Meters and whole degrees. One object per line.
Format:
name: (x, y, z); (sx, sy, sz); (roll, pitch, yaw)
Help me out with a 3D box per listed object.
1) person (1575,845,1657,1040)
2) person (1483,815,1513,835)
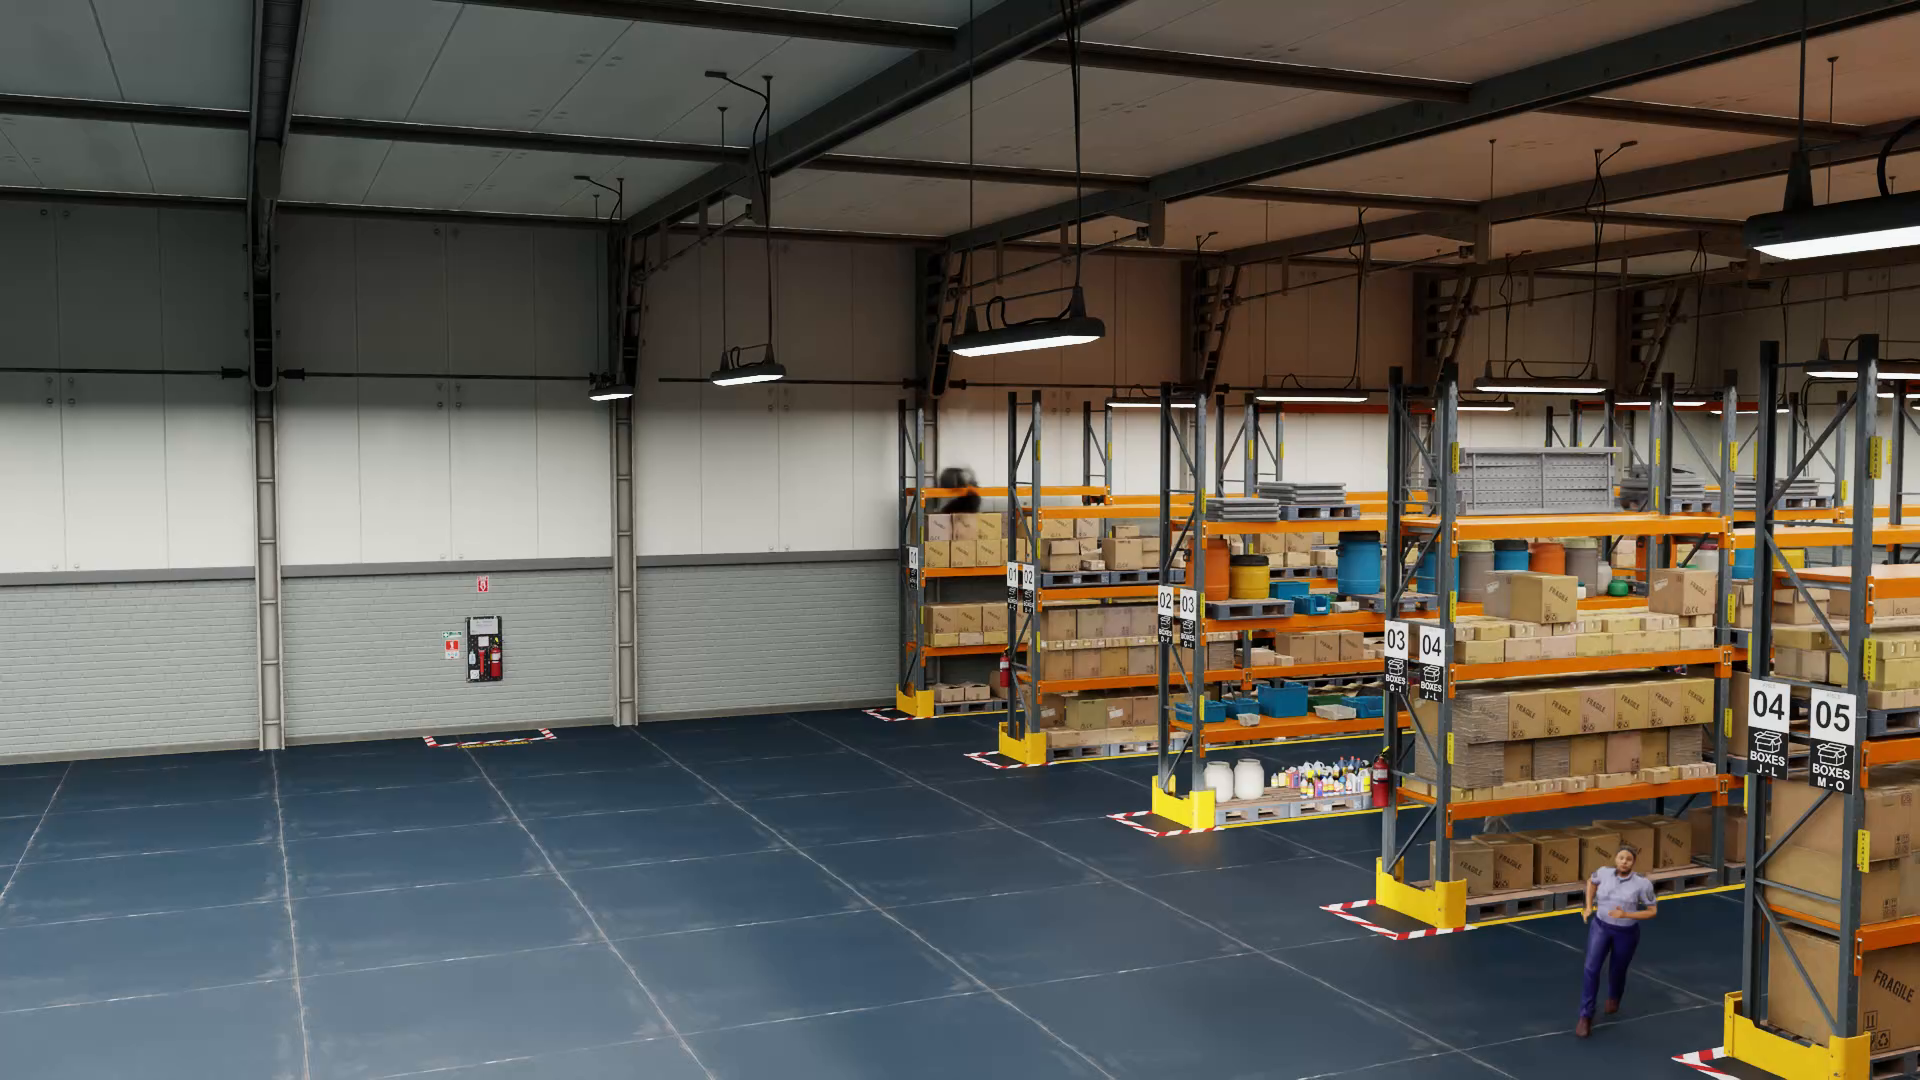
person: (5.806, 3.503, 14.641); (0.619, 1.655, 0.904); (2, 4, 30)
person: (6.536, 3.052, 20.389); (0.929, 1.804, 0.676); (-2, 4, -31)
